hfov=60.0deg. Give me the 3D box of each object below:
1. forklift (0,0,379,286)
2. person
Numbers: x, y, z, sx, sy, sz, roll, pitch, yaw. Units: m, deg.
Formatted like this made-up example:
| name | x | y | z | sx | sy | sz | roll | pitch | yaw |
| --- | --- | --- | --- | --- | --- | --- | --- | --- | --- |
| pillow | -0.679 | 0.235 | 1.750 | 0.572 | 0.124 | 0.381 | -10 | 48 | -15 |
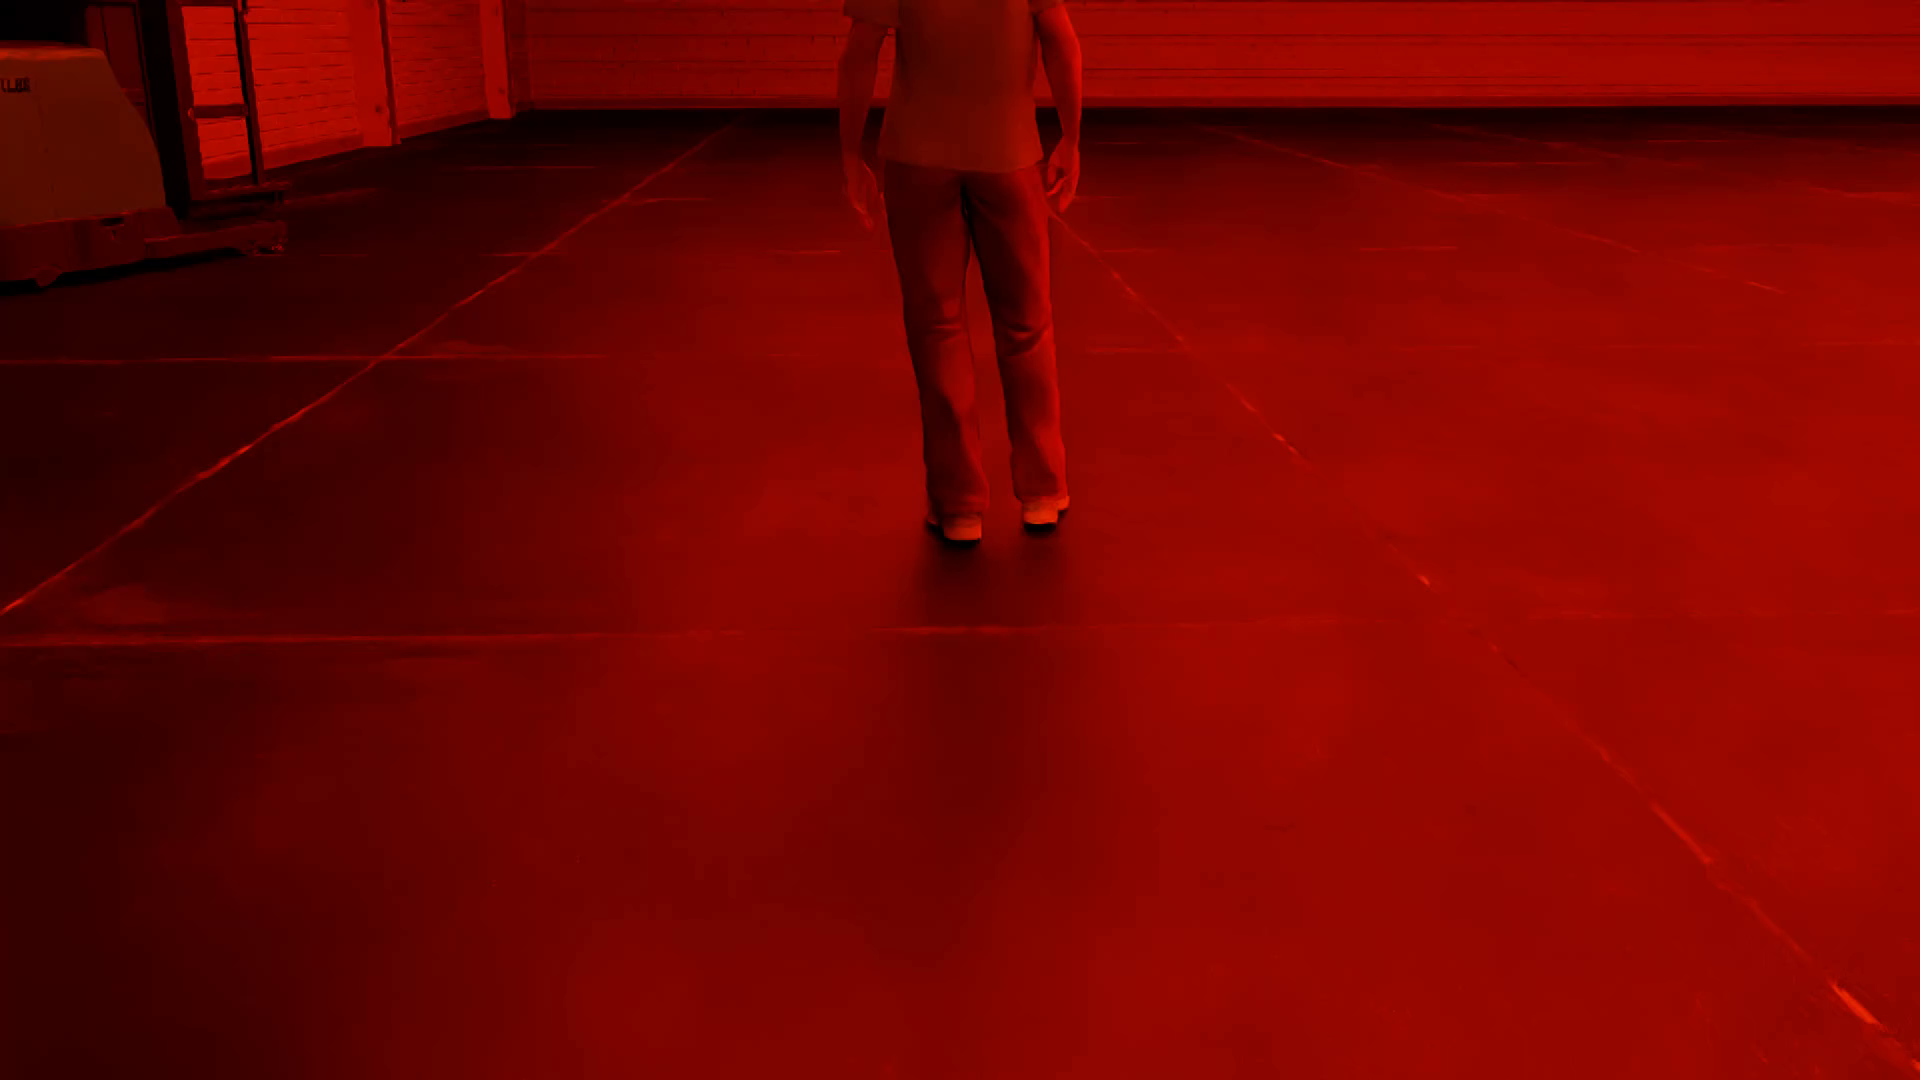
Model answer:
| name | x | y | z | sx | sy | sz | roll | pitch | yaw |
| --- | --- | --- | --- | --- | --- | --- | --- | --- | --- |
| forklift | -4.323 | -2.945 | 8.534 | 1.130 | 2.935 | 3.031 | 5 | 18 | 16 |
| person | 0.007 | -0.830 | 3.742 | 0.554 | 1.674 | 0.548 | -1 | 17 | -3 |
